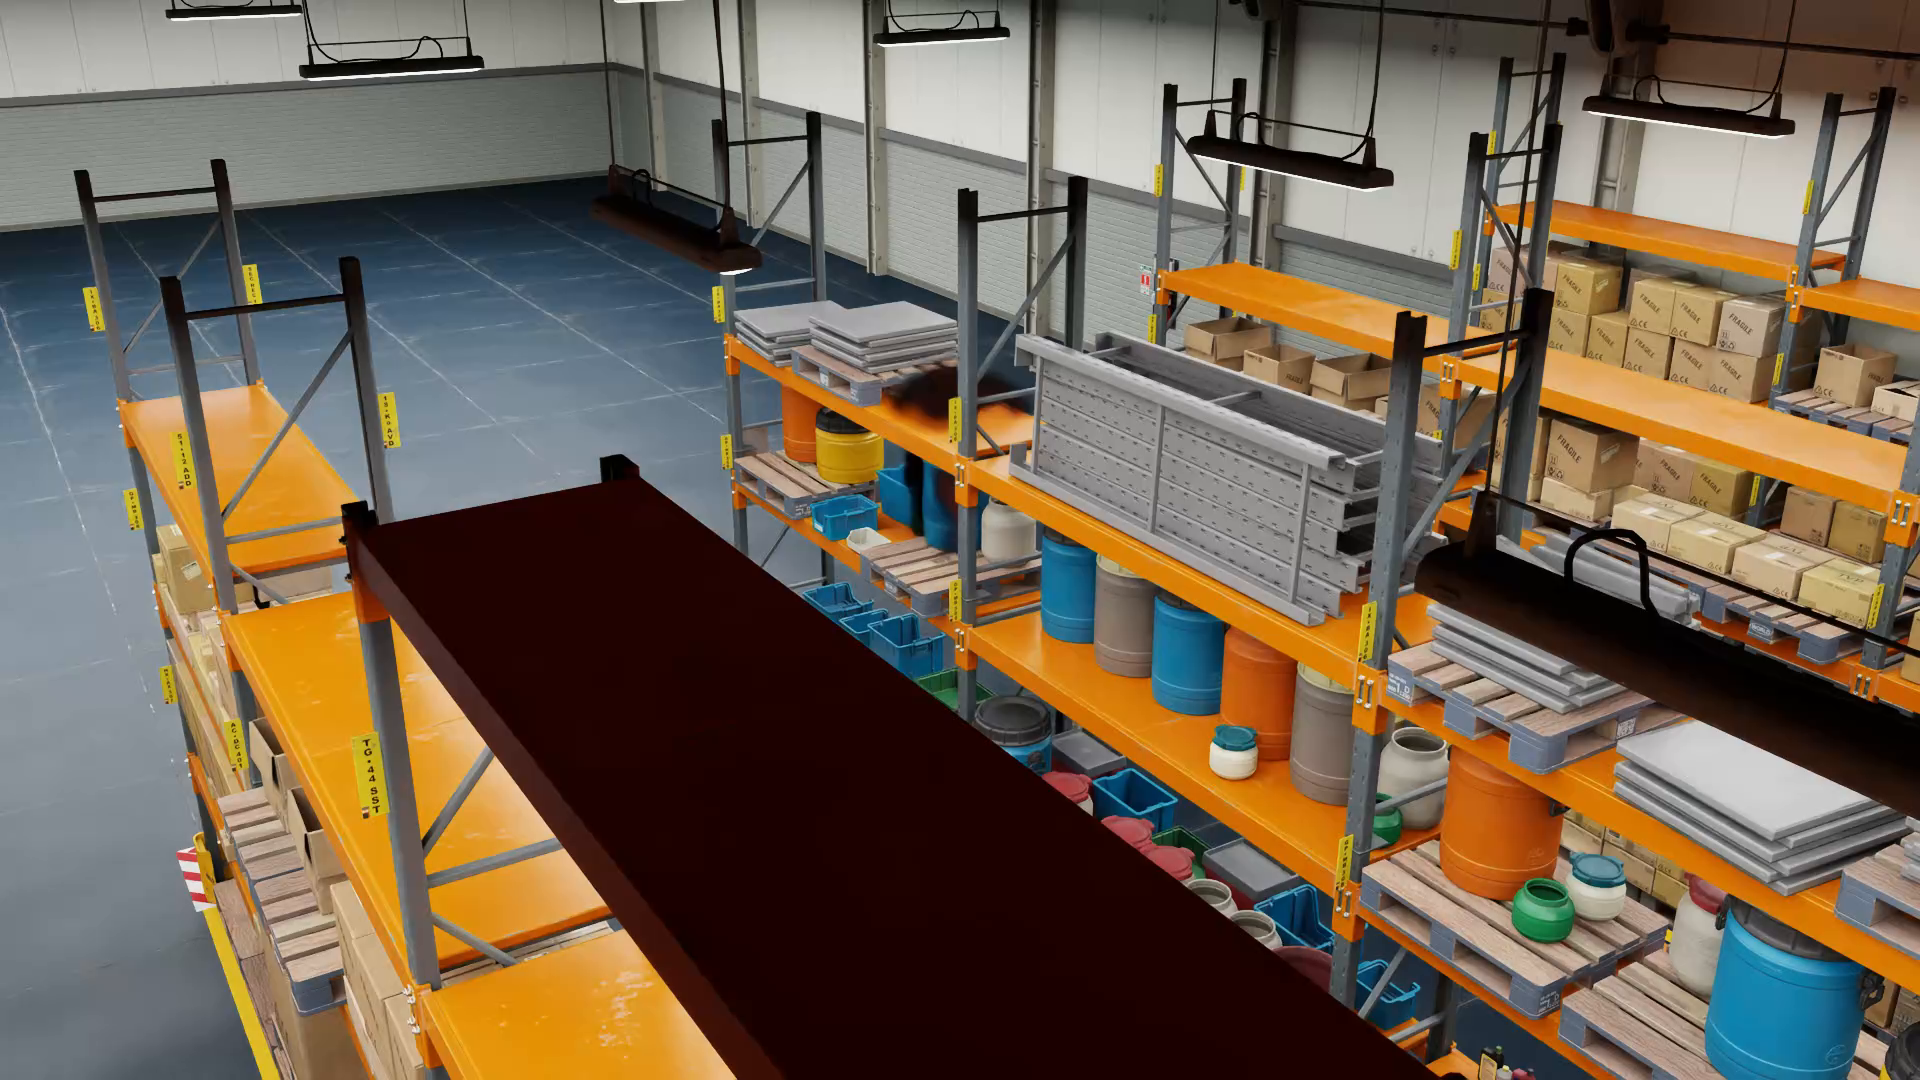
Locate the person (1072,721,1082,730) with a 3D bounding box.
[{"bbox_3d":[1.089,1.365,15.681,0.675,1.785,0.625,-4,22,-9],"label":"person"}]
